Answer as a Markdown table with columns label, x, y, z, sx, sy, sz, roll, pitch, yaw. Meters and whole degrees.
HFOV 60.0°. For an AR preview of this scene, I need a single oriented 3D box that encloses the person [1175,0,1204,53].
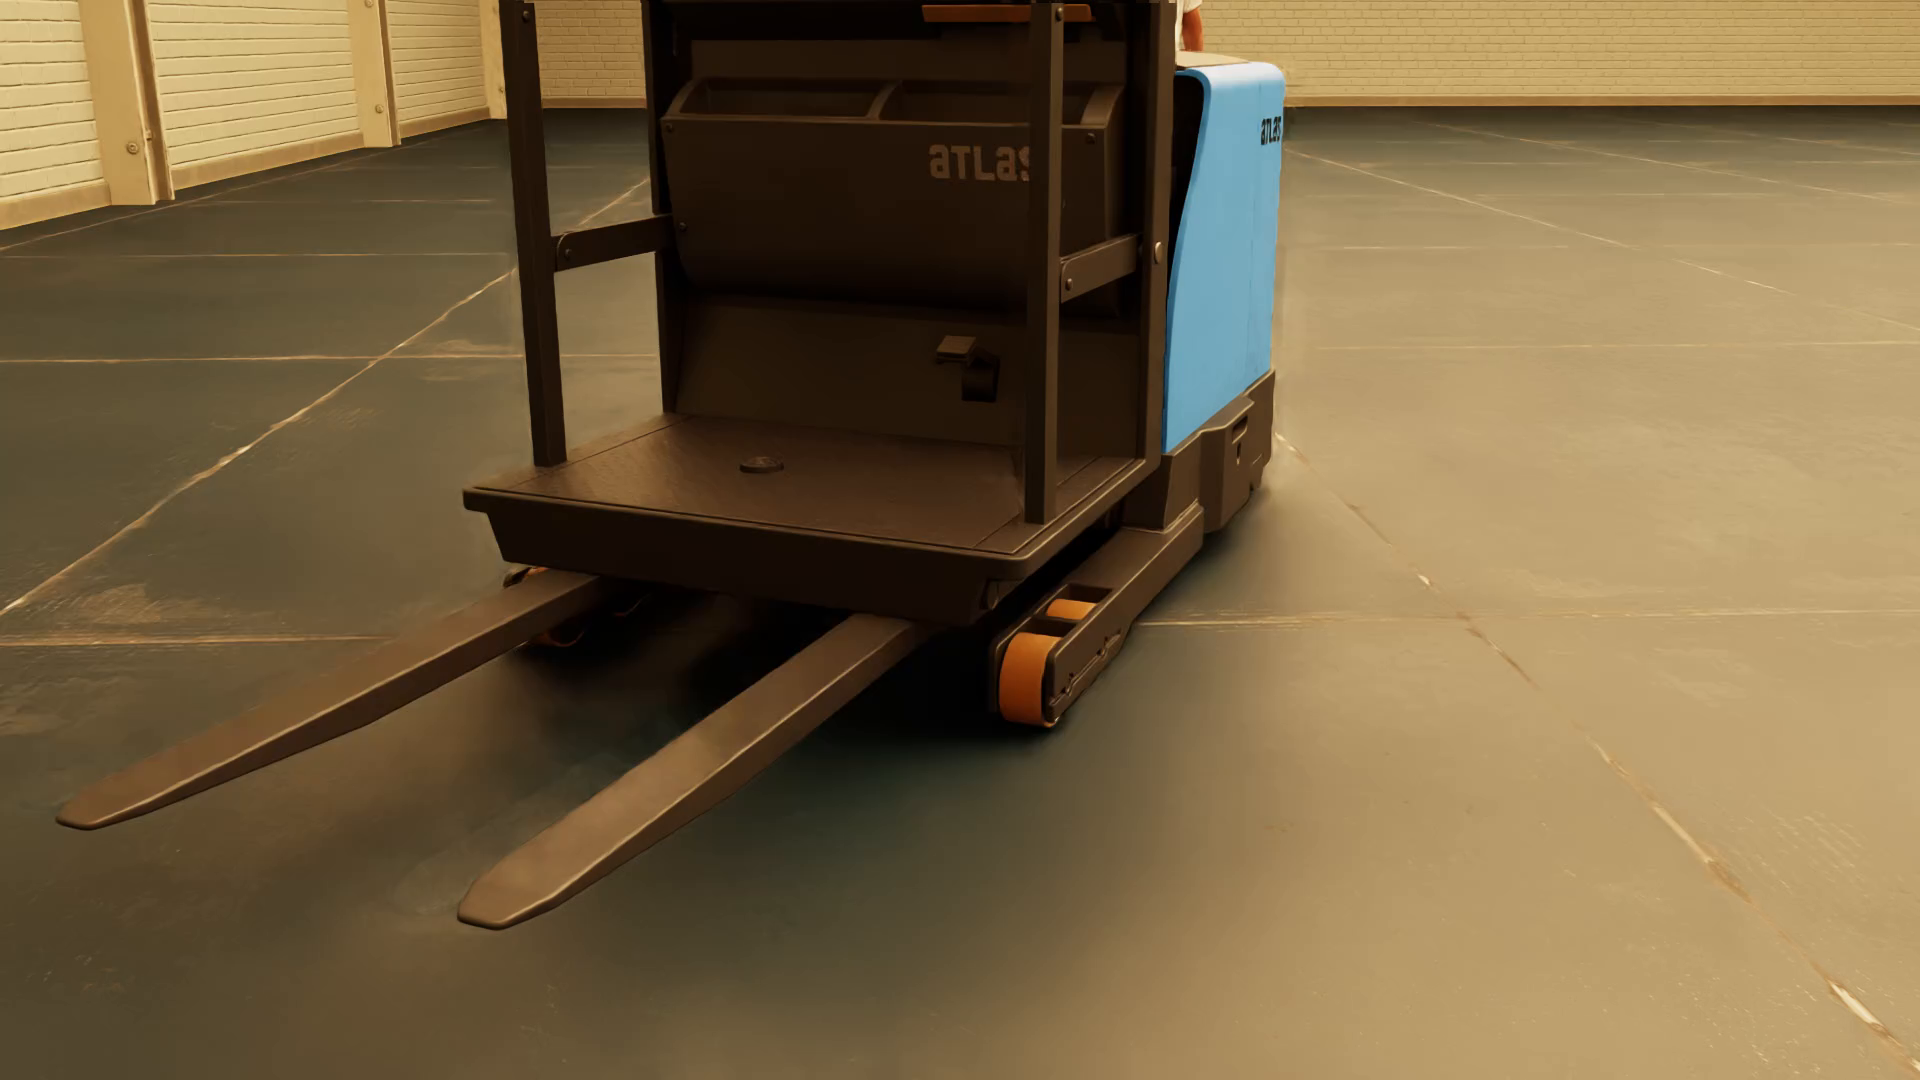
| label | x | y | z | sx | sy | sz | roll | pitch | yaw |
| --- | --- | --- | --- | --- | --- | --- | --- | --- | --- |
| person | 0.690 | -1.896 | 7.043 | 0.657 | 1.784 | 0.576 | -3 | 17 | -9 |

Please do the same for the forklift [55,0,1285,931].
| label | x | y | z | sx | sy | sz | roll | pitch | yaw |
| --- | --- | --- | --- | --- | --- | --- | --- | --- | --- |
| forklift | -0.221 | -1.217 | 2.887 | 1.130 | 2.935 | 3.031 | 7 | 18 | 22 |
